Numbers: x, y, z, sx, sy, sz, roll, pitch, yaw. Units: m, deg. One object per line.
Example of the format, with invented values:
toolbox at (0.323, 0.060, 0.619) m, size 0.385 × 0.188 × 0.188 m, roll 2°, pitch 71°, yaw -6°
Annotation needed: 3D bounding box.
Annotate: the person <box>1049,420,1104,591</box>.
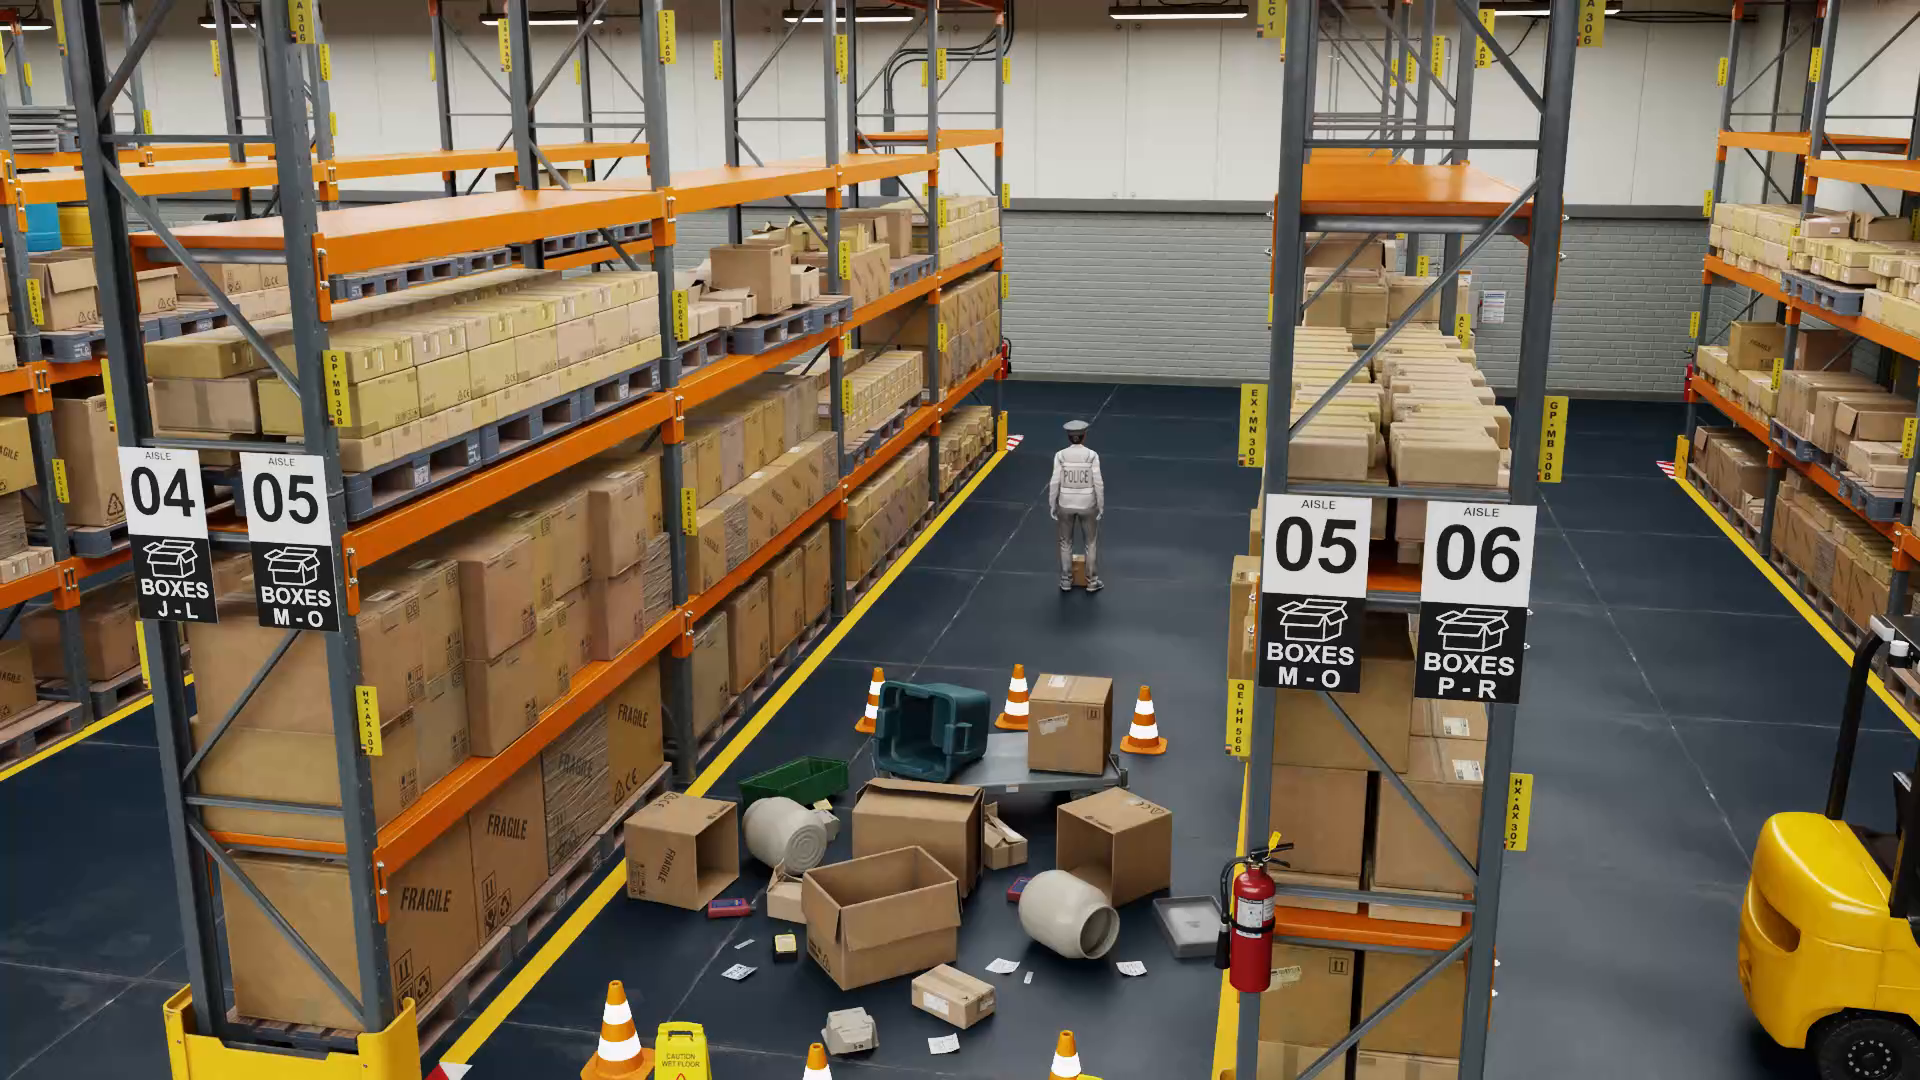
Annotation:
person at (1.141, -0.322, 16.226) m, size 0.544 × 1.663 × 0.376 m, roll 2°, pitch 15°, yaw 8°
